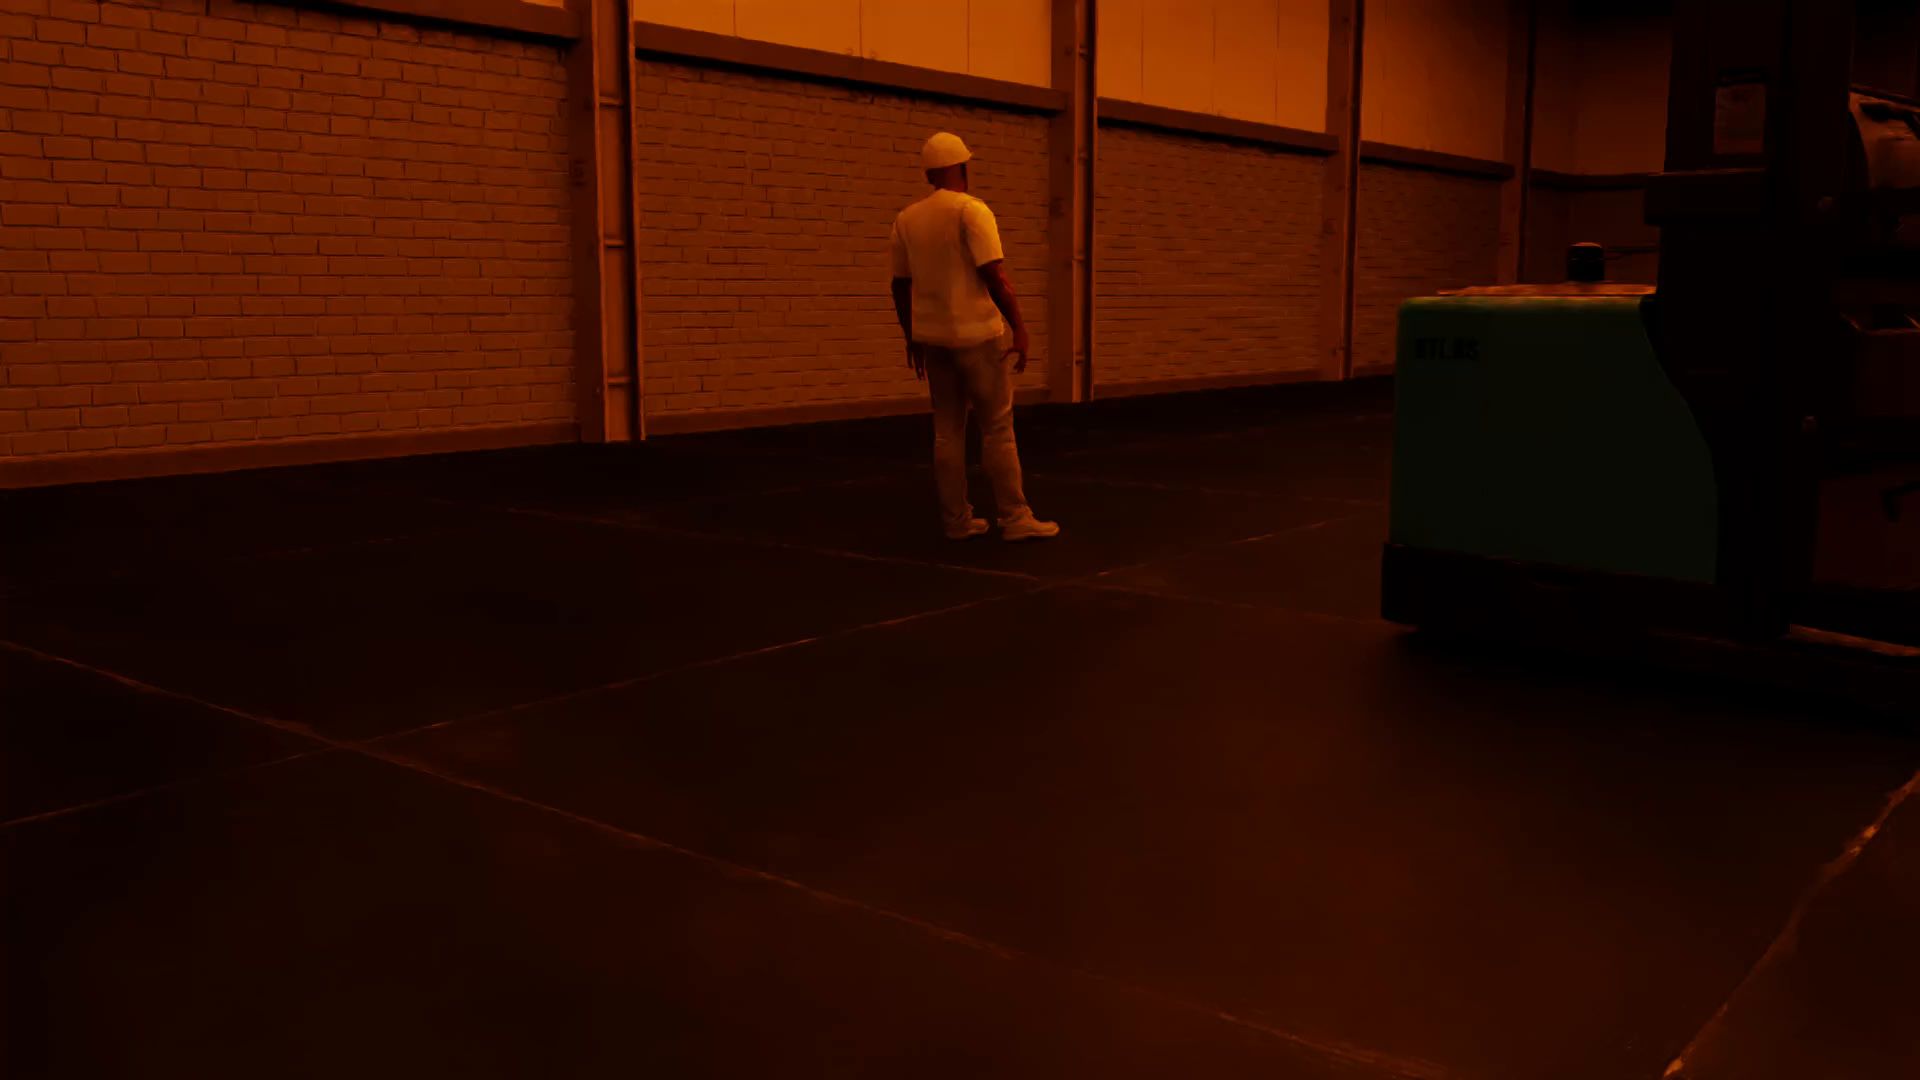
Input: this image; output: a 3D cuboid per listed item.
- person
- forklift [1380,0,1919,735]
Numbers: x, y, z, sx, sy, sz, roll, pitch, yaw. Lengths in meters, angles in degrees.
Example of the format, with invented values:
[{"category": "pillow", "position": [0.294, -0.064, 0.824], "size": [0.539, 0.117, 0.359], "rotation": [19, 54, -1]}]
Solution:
[{"category": "person", "position": [0.048, -0.888, 7.326], "size": [0.665, 1.766, 0.576], "rotation": [7, 11, 38]}, {"category": "forklift", "position": [2.708, -1.029, 4.318], "size": [1.130, 2.935, 3.031], "rotation": [-8, 11, -43]}]
